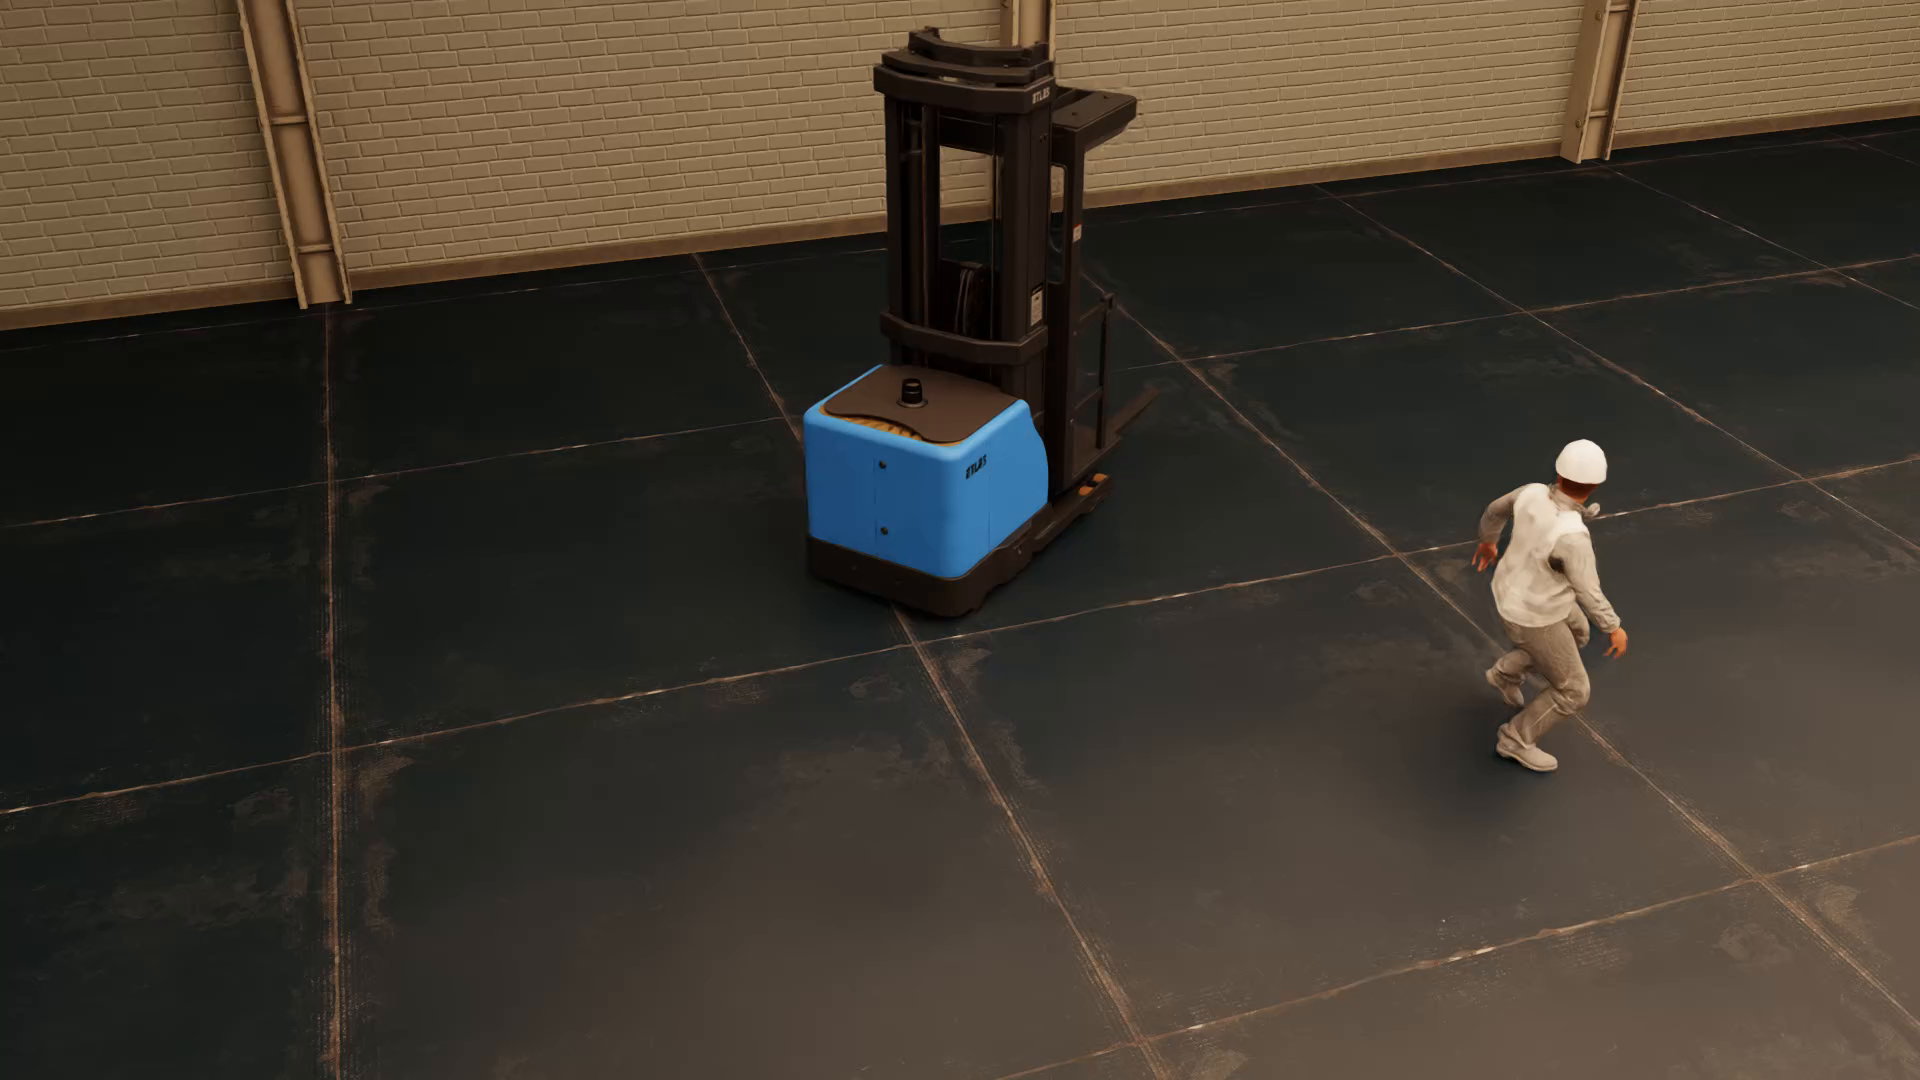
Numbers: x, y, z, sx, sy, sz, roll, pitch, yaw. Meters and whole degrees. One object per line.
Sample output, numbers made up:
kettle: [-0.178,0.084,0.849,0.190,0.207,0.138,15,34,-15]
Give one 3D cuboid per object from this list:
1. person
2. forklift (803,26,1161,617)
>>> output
person: [2.794,0.271,7.893,0.608,1.674,0.792,3,30,4]
forklift: [0.310,-1.547,9.775,1.130,2.935,3.031,17,34,26]
